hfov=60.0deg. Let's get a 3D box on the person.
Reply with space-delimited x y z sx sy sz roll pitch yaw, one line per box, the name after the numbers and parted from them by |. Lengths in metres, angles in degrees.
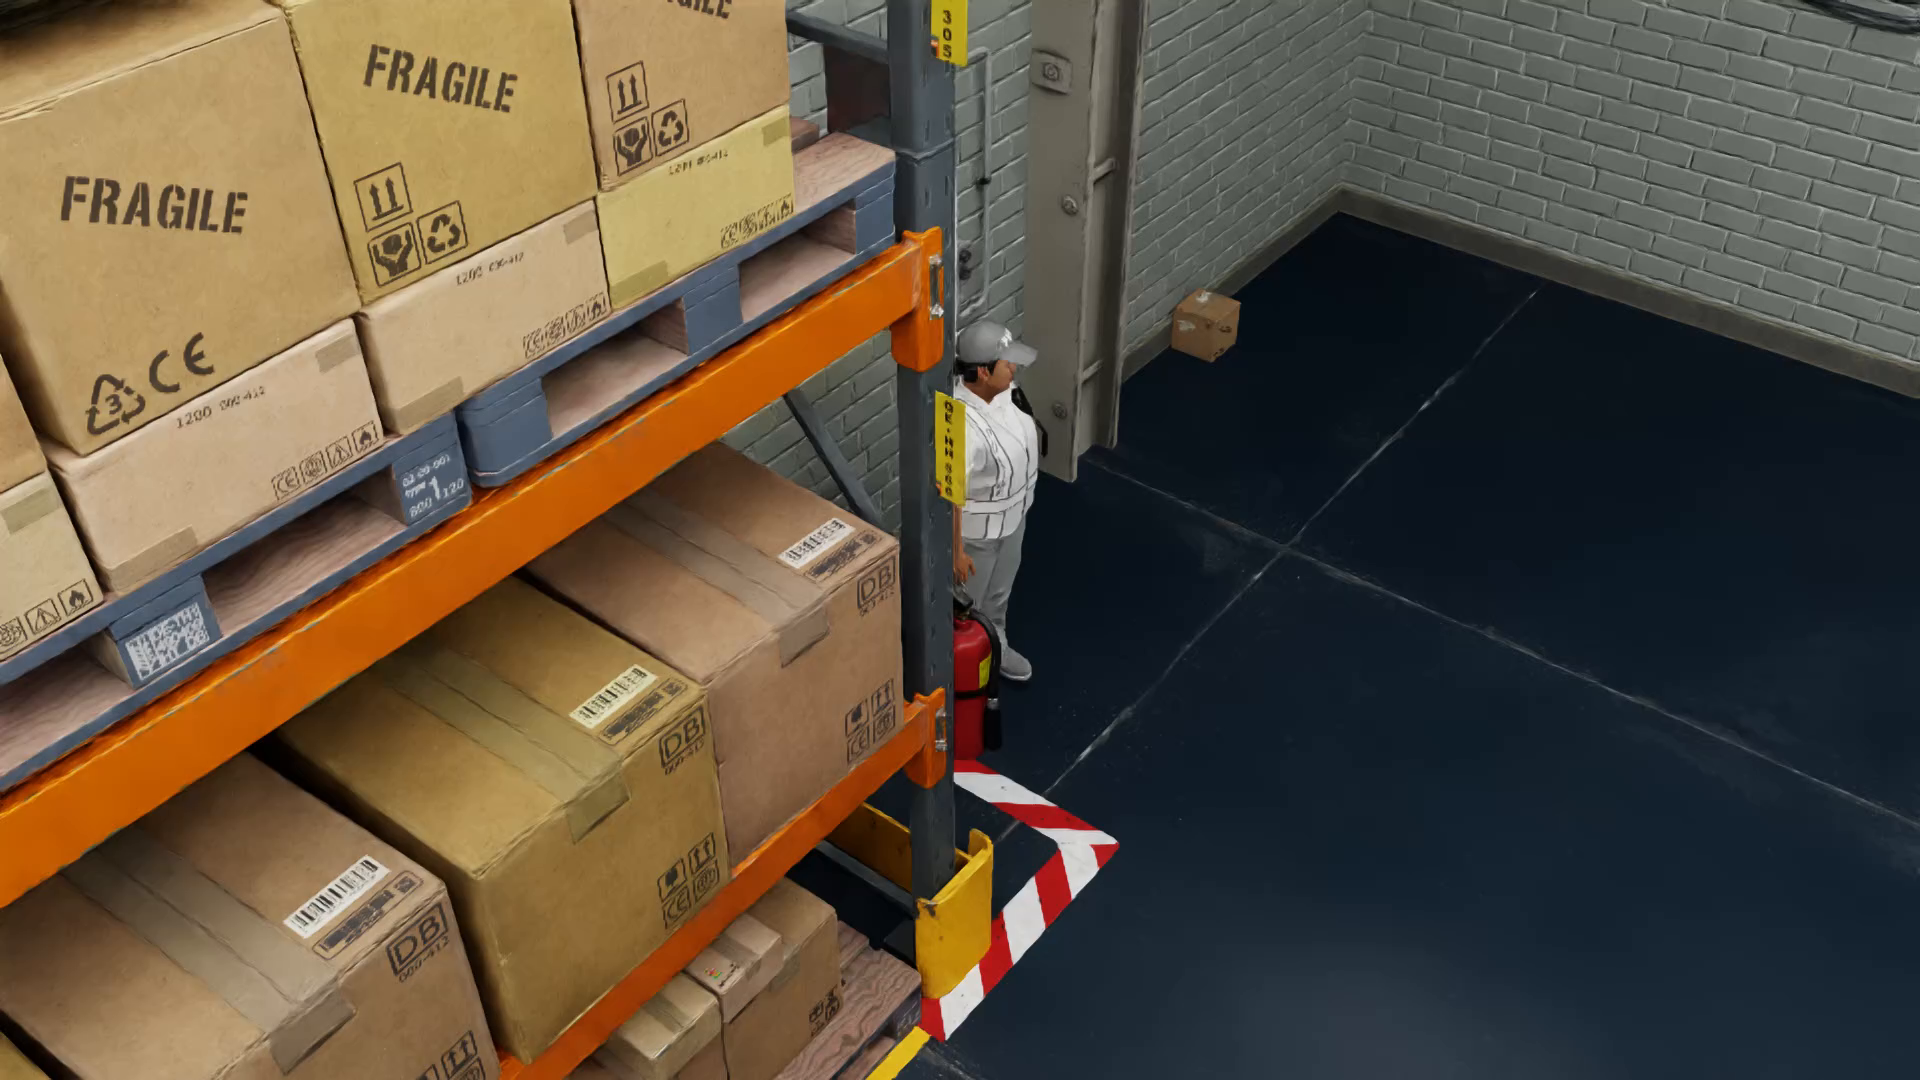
0.069 -0.080 6.216 0.386 1.675 0.564 19 43 22 | person
